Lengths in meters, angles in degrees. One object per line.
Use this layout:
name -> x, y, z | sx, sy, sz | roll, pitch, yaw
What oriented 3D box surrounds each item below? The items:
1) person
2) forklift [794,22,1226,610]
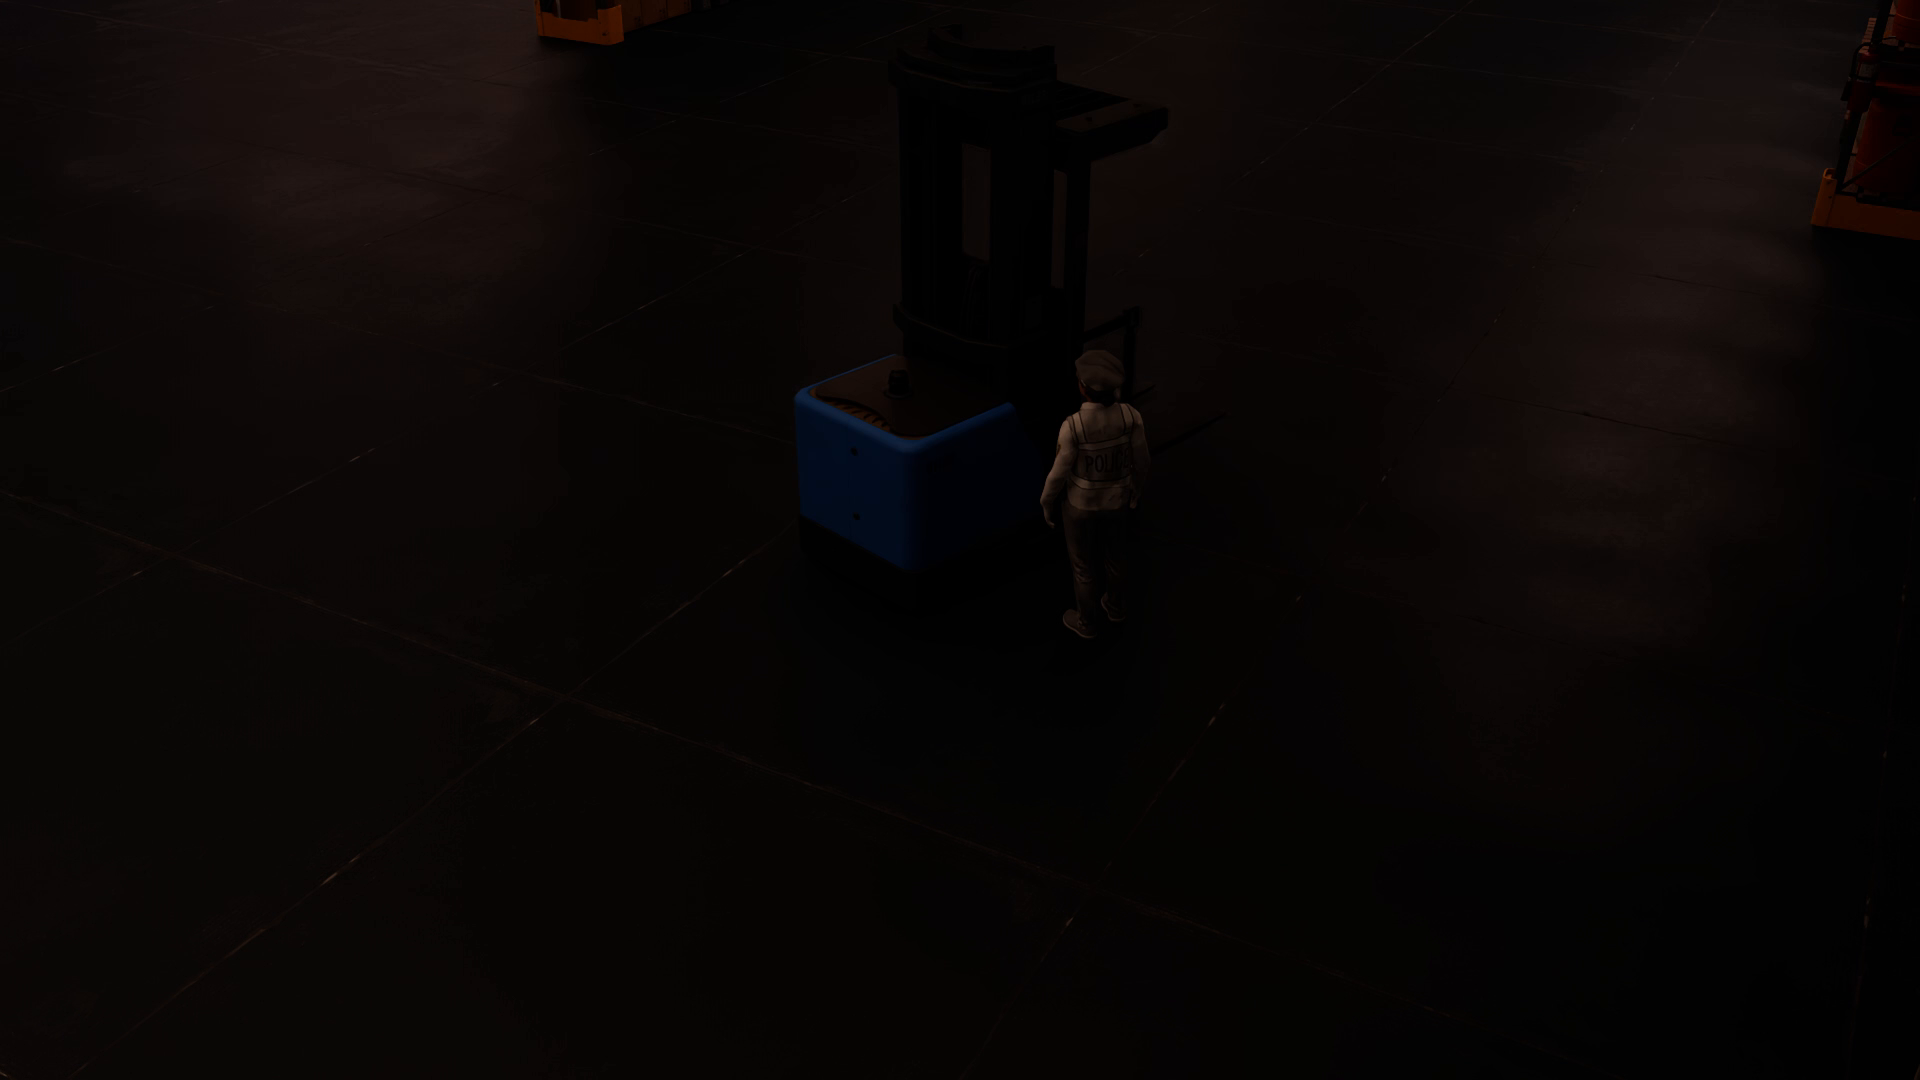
person -> 0.684, -0.243, 8.713 | 0.586, 1.694, 0.530 | -9, 31, -15
forklift -> 0.455, -1.517, 9.699 | 3.031, 2.935, 1.130 | -26, 39, -37
